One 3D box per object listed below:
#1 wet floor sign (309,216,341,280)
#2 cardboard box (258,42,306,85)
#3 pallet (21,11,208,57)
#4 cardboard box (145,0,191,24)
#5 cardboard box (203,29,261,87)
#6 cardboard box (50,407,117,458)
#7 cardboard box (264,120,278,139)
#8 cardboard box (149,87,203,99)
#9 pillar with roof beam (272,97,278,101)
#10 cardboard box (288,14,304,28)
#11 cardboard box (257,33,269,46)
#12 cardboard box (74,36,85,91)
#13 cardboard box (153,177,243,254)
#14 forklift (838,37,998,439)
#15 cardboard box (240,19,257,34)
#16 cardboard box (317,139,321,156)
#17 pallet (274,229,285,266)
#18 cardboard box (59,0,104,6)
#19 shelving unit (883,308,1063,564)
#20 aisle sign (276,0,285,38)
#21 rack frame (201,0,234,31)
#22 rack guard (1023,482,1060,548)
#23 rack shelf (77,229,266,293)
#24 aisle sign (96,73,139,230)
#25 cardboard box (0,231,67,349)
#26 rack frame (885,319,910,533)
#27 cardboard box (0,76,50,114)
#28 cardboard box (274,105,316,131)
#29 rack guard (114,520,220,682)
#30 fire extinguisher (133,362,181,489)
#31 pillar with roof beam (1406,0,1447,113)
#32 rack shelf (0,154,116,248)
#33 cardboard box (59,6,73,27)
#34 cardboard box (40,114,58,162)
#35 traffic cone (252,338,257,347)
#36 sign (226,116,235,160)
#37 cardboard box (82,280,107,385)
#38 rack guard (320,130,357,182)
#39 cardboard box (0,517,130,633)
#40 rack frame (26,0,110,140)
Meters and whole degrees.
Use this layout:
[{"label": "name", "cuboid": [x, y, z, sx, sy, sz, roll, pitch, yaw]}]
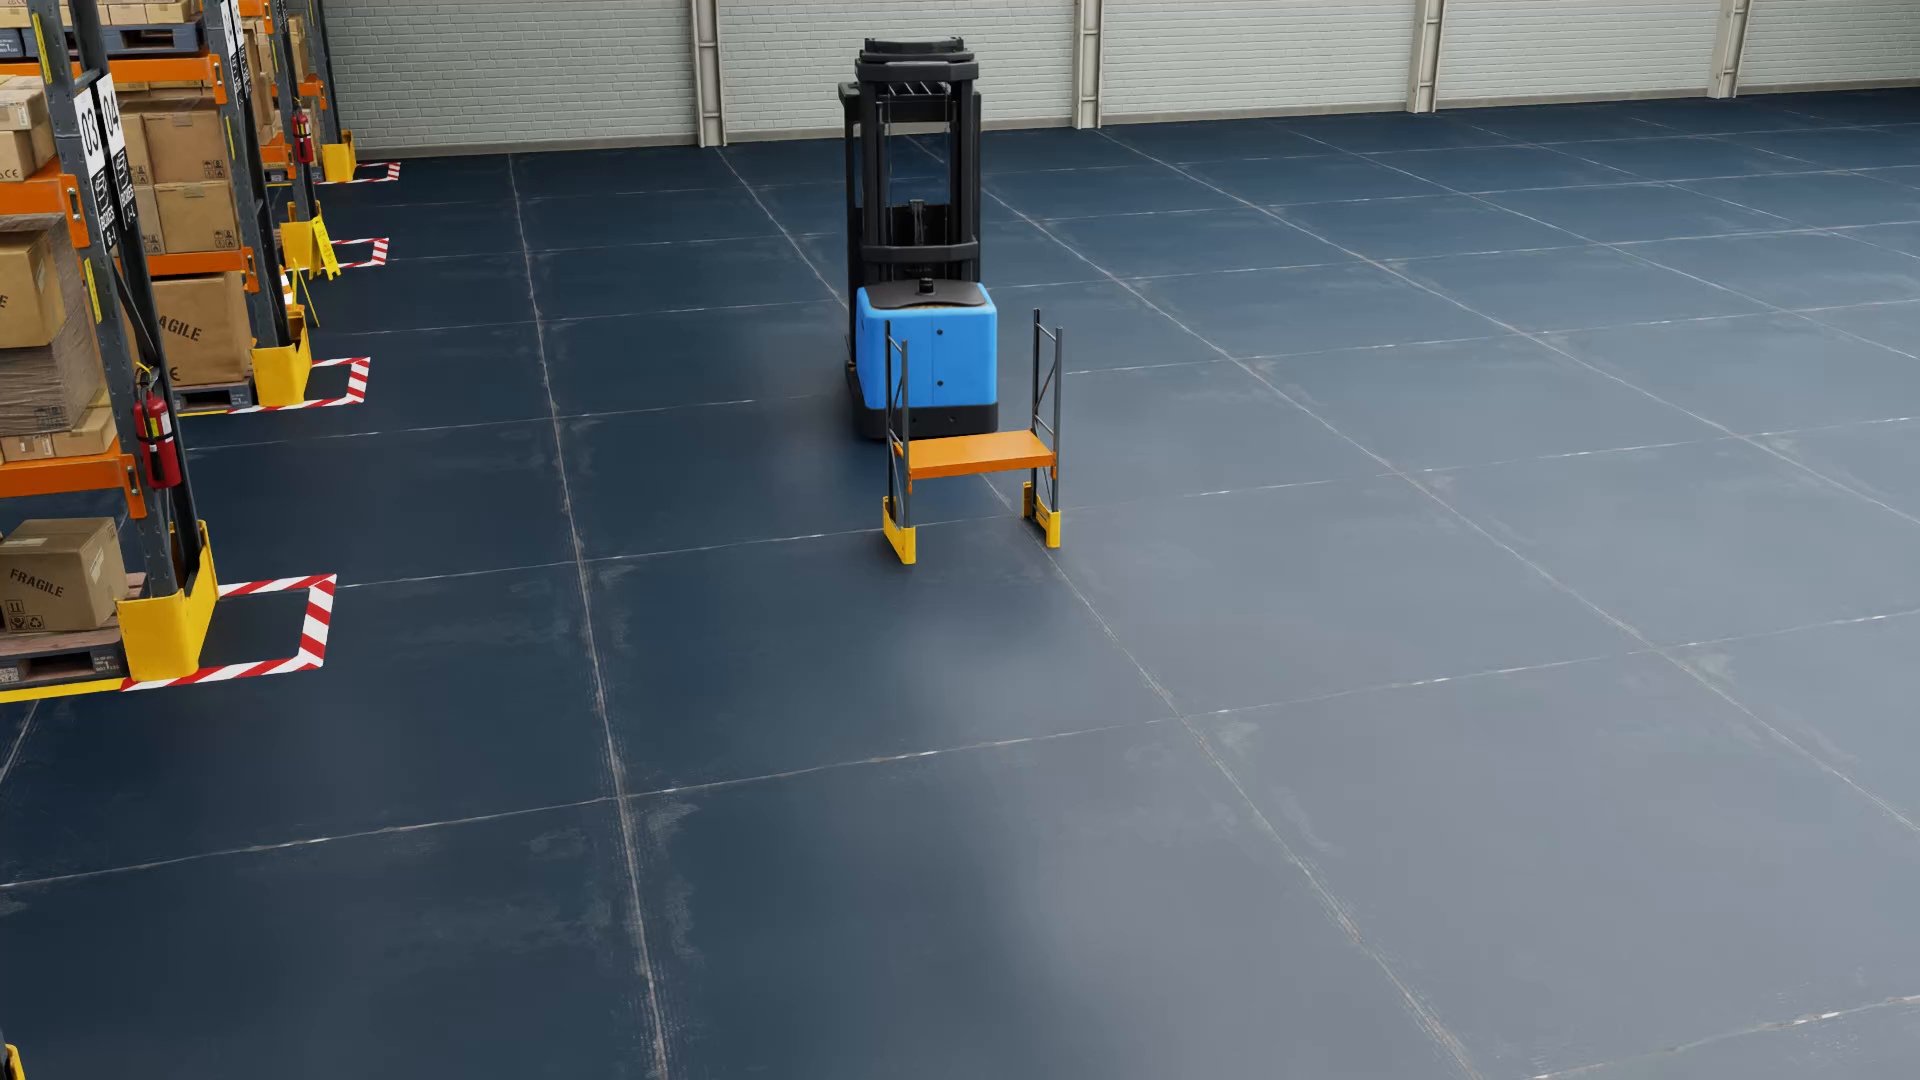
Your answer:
[{"label": "wet floor sign", "cuboid": [-6.800, -3.112, 17.685, 0.232, 0.644, 0.267, 2, 23, 4]}, {"label": "cardboard box", "cuboid": [-9.019, -6.358, 22.137, 0.500, 0.500, 0.500, -7, 24, -16]}, {"label": "pallet", "cuboid": [-6.549, -3.966, 12.998, 1.213, 0.211, 1.003, -6, 24, -14]}, {"label": "cardboard box", "cuboid": [-6.066, -4.049, 12.739, 0.250, 0.149, 0.380, -6, 24, -14]}, {"label": "cardboard box", "cuboid": [-7.705, -5.085, 17.525, 0.500, 0.500, 0.700, -7, 24, -16]}, {"label": "cardboard box", "cuboid": [-4.814, -0.594, 9.148, 0.250, 0.149, 0.380, -6, 24, -14]}, {"label": "cardboard box", "cuboid": [-7.655, -4.507, 18.269, 0.250, 0.149, 0.380, -6, 24, -14]}, {"label": "cardboard box", "cuboid": [-8.204, -4.549, 17.543, 0.500, 0.500, 0.500, -6, 24, -14]}, {"label": "pillar with roof beam", "cuboid": [-8.368, -7.855, 18.144, 0.400, 9.000, 9.100, -6, 24, -14]}, {"label": "cardboard box", "cuboid": [-8.998, -6.990, 22.411, 0.250, 0.149, 0.380, -7, 24, -15]}, {"label": "cardboard box", "cuboid": [-9.113, -6.626, 21.940, 0.250, 0.149, 0.380, -6, 24, -14]}, {"label": "cardboard box", "cuboid": [-9.175, -4.940, 17.187, 0.500, 0.500, 0.700, -6, 24, -15]}, {"label": "cardboard box", "cuboid": [-6.183, -2.724, 13.604, 0.550, 0.550, 0.875, -6, 24, -14]}, {"label": "forklift", "cuboid": [-0.409, -2.680, 13.779, 1.130, 2.935, 3.031, -3, 23, -7]}, {"label": "cardboard box", "cuboid": [-9.378, -6.751, 21.852, 0.250, 0.149, 0.380, -6, 24, -13]}, {"label": "cardboard box", "cuboid": [-9.142, -5.416, 23.022, 0.500, 0.250, 0.500, -6, 24, -14]}, {"label": "pallet", "cuboid": [-8.137, -3.217, 18.481, 1.213, 0.211, 1.003, -6, 24, -14]}, {"label": "cardboard box", "cuboid": [-6.715, -4.186, 12.550, 0.500, 0.250, 0.500, -6, 24, -14]}, {"label": "shelving unit", "cuboid": [0.073, -0.697, 10.973, 1.083, 1.500, 0.587, -6, 24, -14]}, {"label": "aisle sign", "cuboid": [-7.134, -5.671, 17.366, 0.004, 0.787, 0.394, -6, 24, -14]}, {"label": "rack frame", "cuboid": [-5.838, -5.469, 12.582, 0.127, 3.000, 1.000, -6, 24, -14]}, {"label": "rack guard", "cuboid": [0.553, -0.176, 11.343, 0.087, 0.250, 0.587, -6, 24, -14]}, {"label": "rack shelf", "cuboid": [-7.763, -2.168, 13.411, 4.000, 0.370, 1.077, -6, 24, -14]}, {"label": "aisle sign", "cuboid": [-4.617, -2.133, 9.120, 0.004, 0.787, 0.394, -6, 24, -14]}, {"label": "cardboard box", "cuboid": [-5.058, -1.307, 8.721, 0.500, 0.500, 0.500, -6, 24, -14]}, {"label": "rack frame", "cuboid": [-0.407, -0.644, 10.849, 0.032, 1.500, 0.500, -6, 24, -14]}, {"label": "cardboard box", "cuboid": [-4.923, -2.369, 8.847, 0.250, 0.149, 0.380, -6, 24, -15]}, {"label": "cardboard box", "cuboid": [-8.976, -5.686, 22.383, 0.500, 0.250, 0.500, -5, 24, -13]}, {"label": "rack guard", "cuboid": [-4.668, 0.339, 9.826, 0.348, 0.500, 1.175, -6, 24, -14]}, {"label": "fire extinguisher", "cuboid": [-4.361, -0.619, 8.988, 0.183, 0.674, 0.296, -6, 24, -14]}, {"label": "pillar with roof beam", "cuboid": [8.963, -9.772, 22.612, 0.400, 9.000, 9.100, -6, 24, -14]}, {"label": "rack shelf", "cuboid": [-6.521, -1.653, 8.406, 4.000, 0.370, 1.077, -6, 24, -14]}, {"label": "cardboard box", "cuboid": [-6.800, -3.969, 12.550, 0.250, 0.149, 0.380, -6, 24, -14]}, {"label": "cardboard box", "cuboid": [-5.129, -2.174, 8.899, 0.500, 0.250, 0.500, -6, 24, -13]}, {"label": "traffic cone", "cuboid": [-6.733, -2.028, 15.390, 0.334, 0.463, 0.336, -6, 24, -14]}, {"label": "sign", "cuboid": [-5.705, -3.145, 13.007, 0.005, 0.325, 0.100, -6, 24, -14]}, {"label": "cardboard box", "cuboid": [-7.319, -1.736, 13.655, 0.875, 0.875, 0.875, -7, 24, -15]}, {"label": "rack guard", "cuboid": [-8.593, -5.318, 23.010, 0.348, 0.500, 1.175, -6, 24, -14]}, {"label": "cardboard box", "cuboid": [-5.201, 0.198, 9.622, 0.500, 0.500, 0.500, -2, 23, -5]}, {"label": "rack frame", "cuboid": [-4.595, -3.575, 8.169, 0.127, 3.000, 1.000, -6, 24, -14]}]
